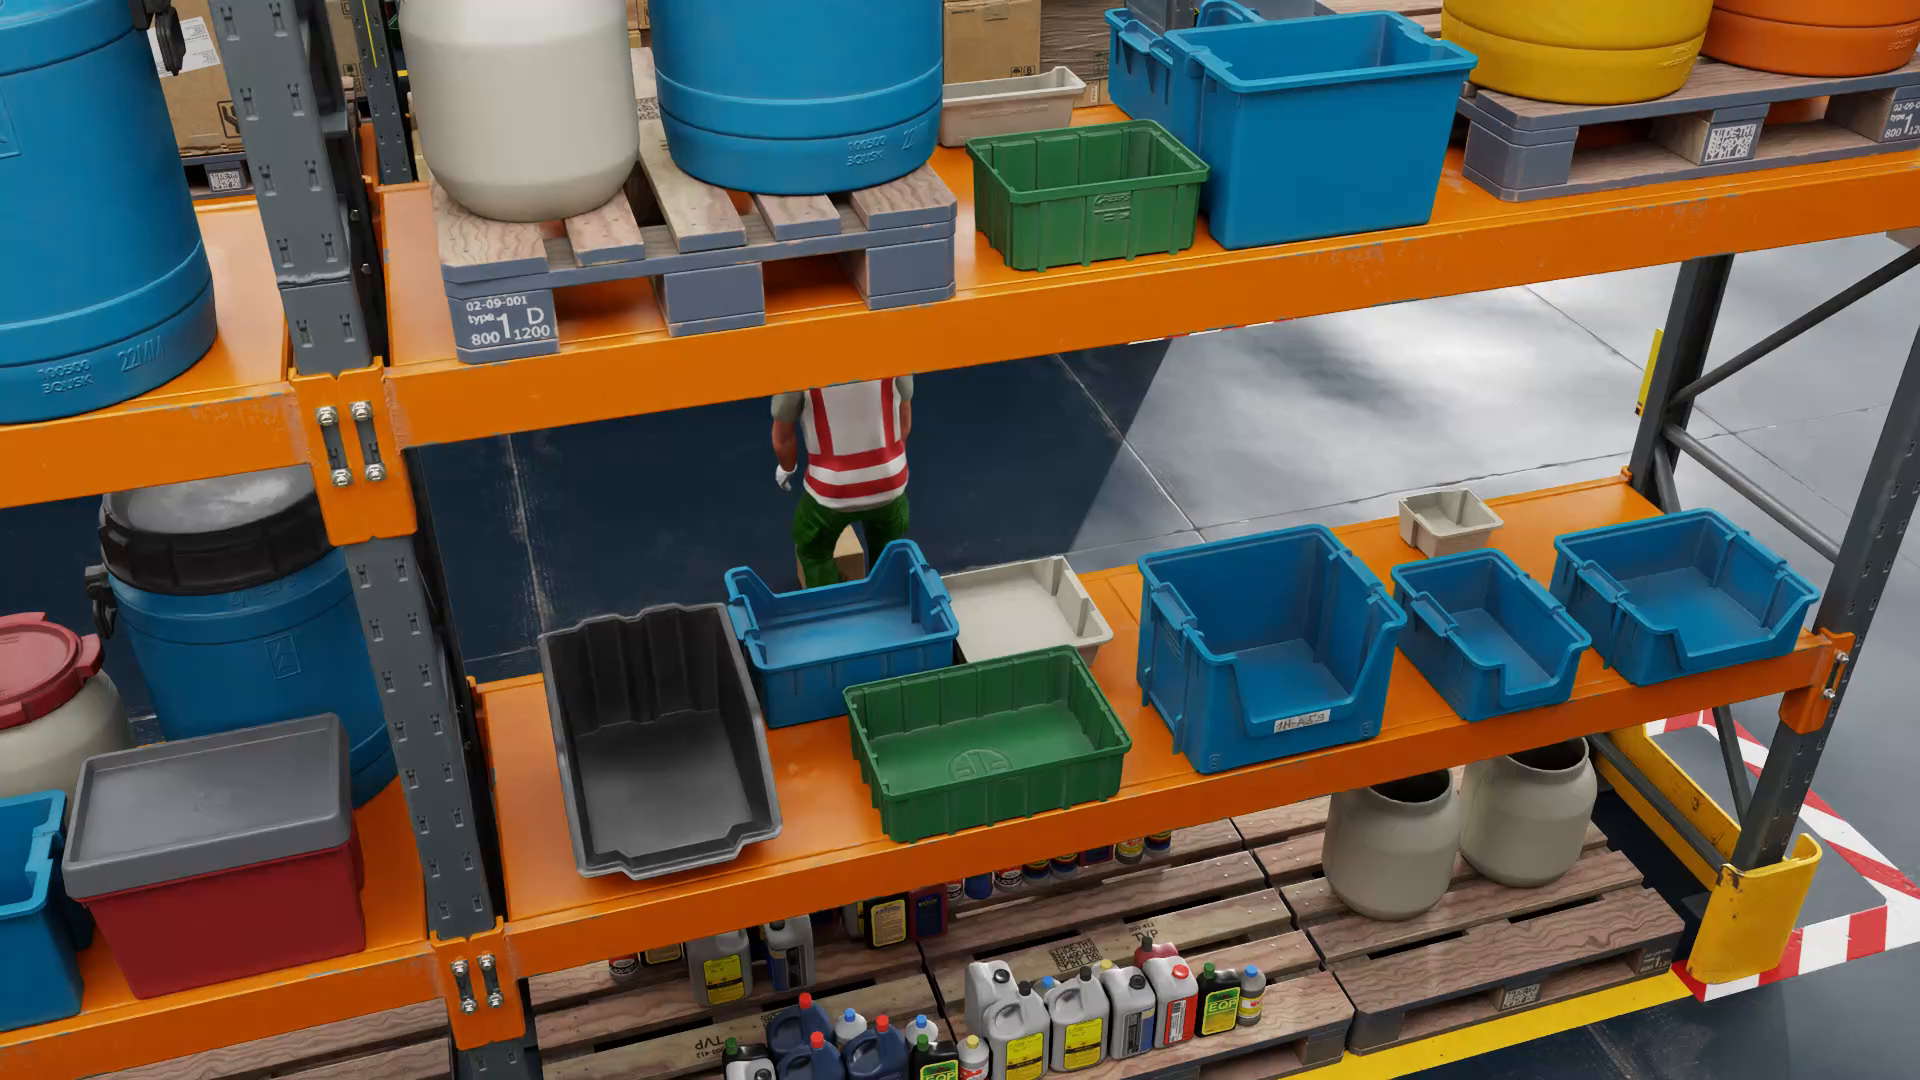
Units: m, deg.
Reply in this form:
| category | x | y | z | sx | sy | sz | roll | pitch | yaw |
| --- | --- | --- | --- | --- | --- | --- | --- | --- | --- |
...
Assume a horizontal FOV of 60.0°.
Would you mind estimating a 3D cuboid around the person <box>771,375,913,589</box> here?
| category | x | y | z | sx | sy | sz | roll | pitch | yaw |
| --- | --- | --- | --- | --- | --- | --- | --- | --- | --- |
| person | -0.459 | -0.254 | 6.586 | 0.554 | 1.698 | 0.516 | -9 | 35 | -13 |
